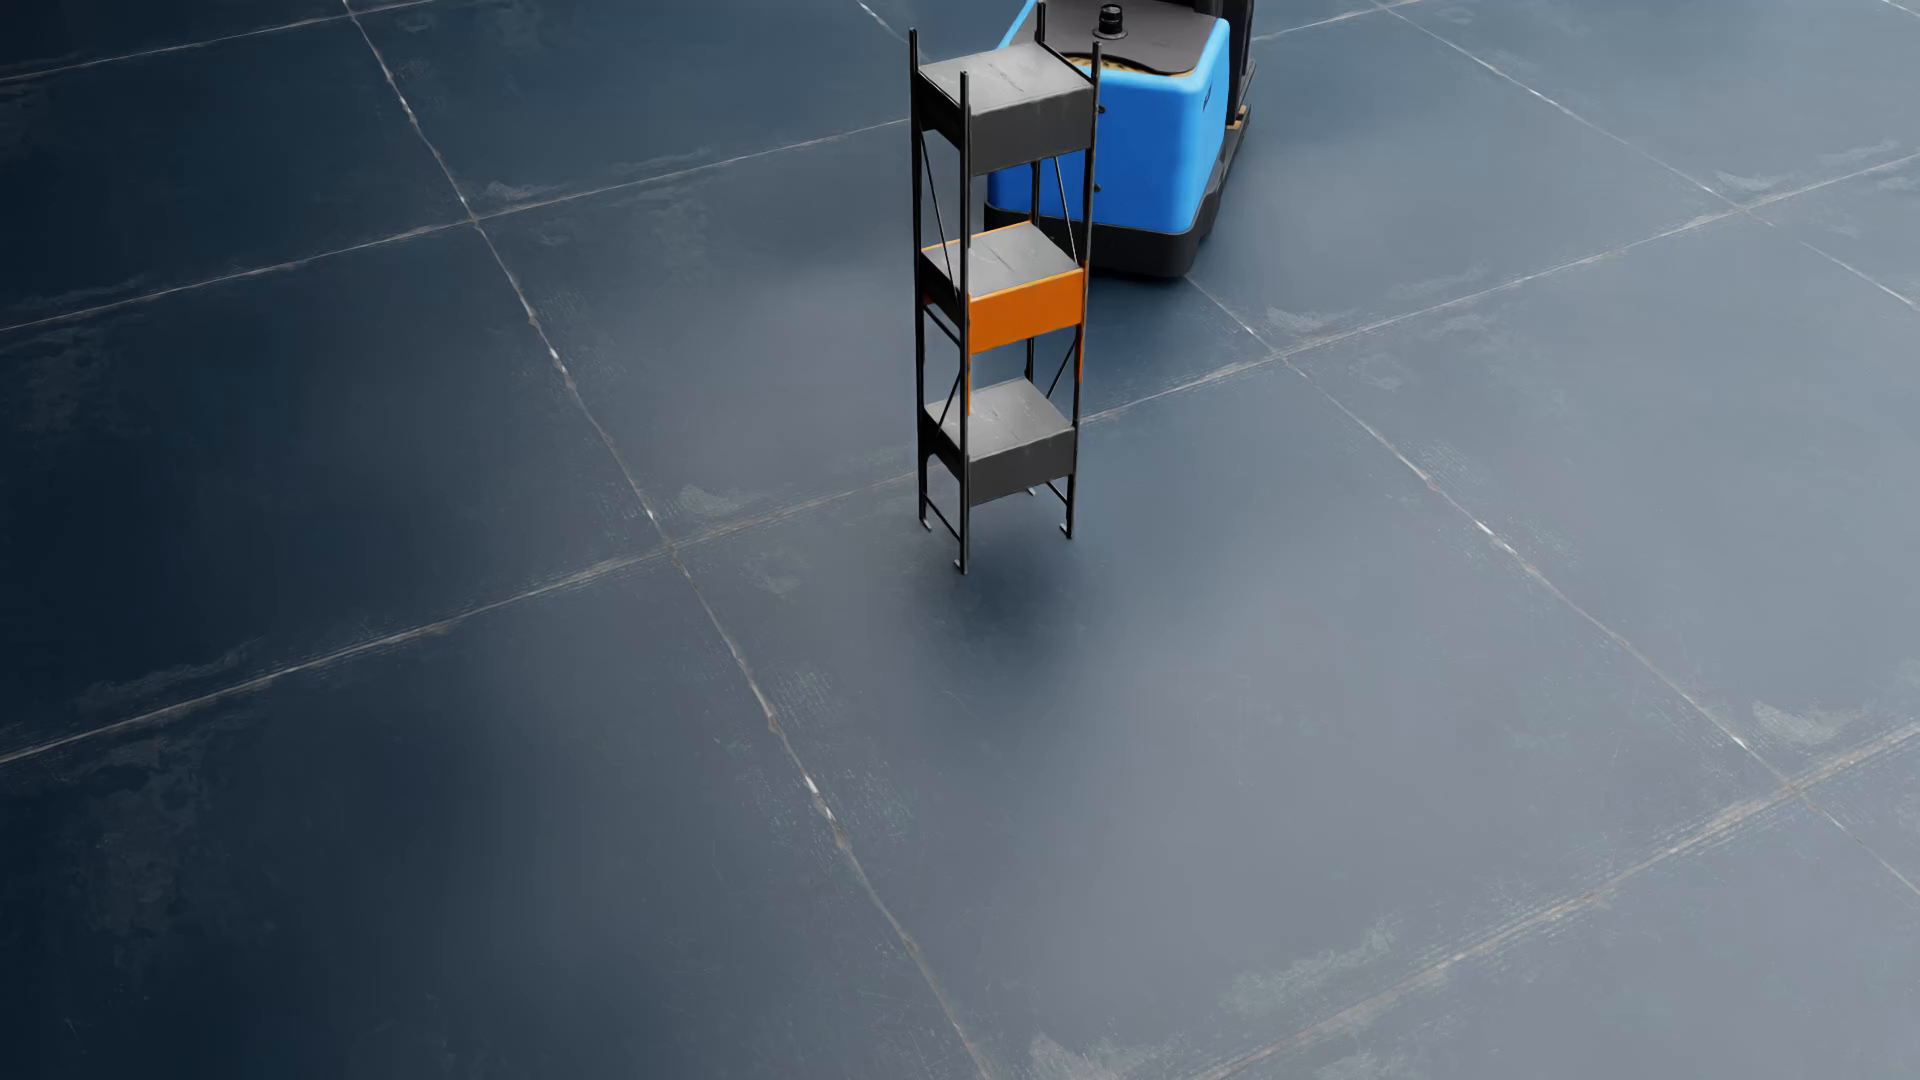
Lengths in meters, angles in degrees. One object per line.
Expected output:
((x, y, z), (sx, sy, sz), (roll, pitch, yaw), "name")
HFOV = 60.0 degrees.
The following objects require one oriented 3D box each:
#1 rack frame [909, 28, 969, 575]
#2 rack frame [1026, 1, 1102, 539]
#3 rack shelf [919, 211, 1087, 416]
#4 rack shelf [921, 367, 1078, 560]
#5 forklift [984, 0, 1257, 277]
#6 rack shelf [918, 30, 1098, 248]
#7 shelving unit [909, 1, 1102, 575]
((-0.070, -0.778, 6.044), (0.015, 2.100, 0.400), (-19, 44, -21), "rack frame")
((0.363, -0.924, 6.216), (0.015, 2.100, 0.400), (-19, 44, -21), "rack frame")
((0.147, -0.840, 6.139), (0.480, 0.518, 0.431), (-19, 44, -21), "rack shelf")
((0.147, -0.306, 6.591), (0.480, 0.518, 0.431), (-19, 44, -21), "rack shelf")
((1.026, -3.369, 8.461), (1.130, 2.935, 3.031), (11, 41, 12), "forklift")
((0.147, -1.375, 5.687), (0.480, 0.518, 0.431), (-19, 44, -21), "rack shelf")
((0.147, -0.851, 6.130), (0.503, 2.100, 0.431), (-19, 44, -21), "shelving unit")
